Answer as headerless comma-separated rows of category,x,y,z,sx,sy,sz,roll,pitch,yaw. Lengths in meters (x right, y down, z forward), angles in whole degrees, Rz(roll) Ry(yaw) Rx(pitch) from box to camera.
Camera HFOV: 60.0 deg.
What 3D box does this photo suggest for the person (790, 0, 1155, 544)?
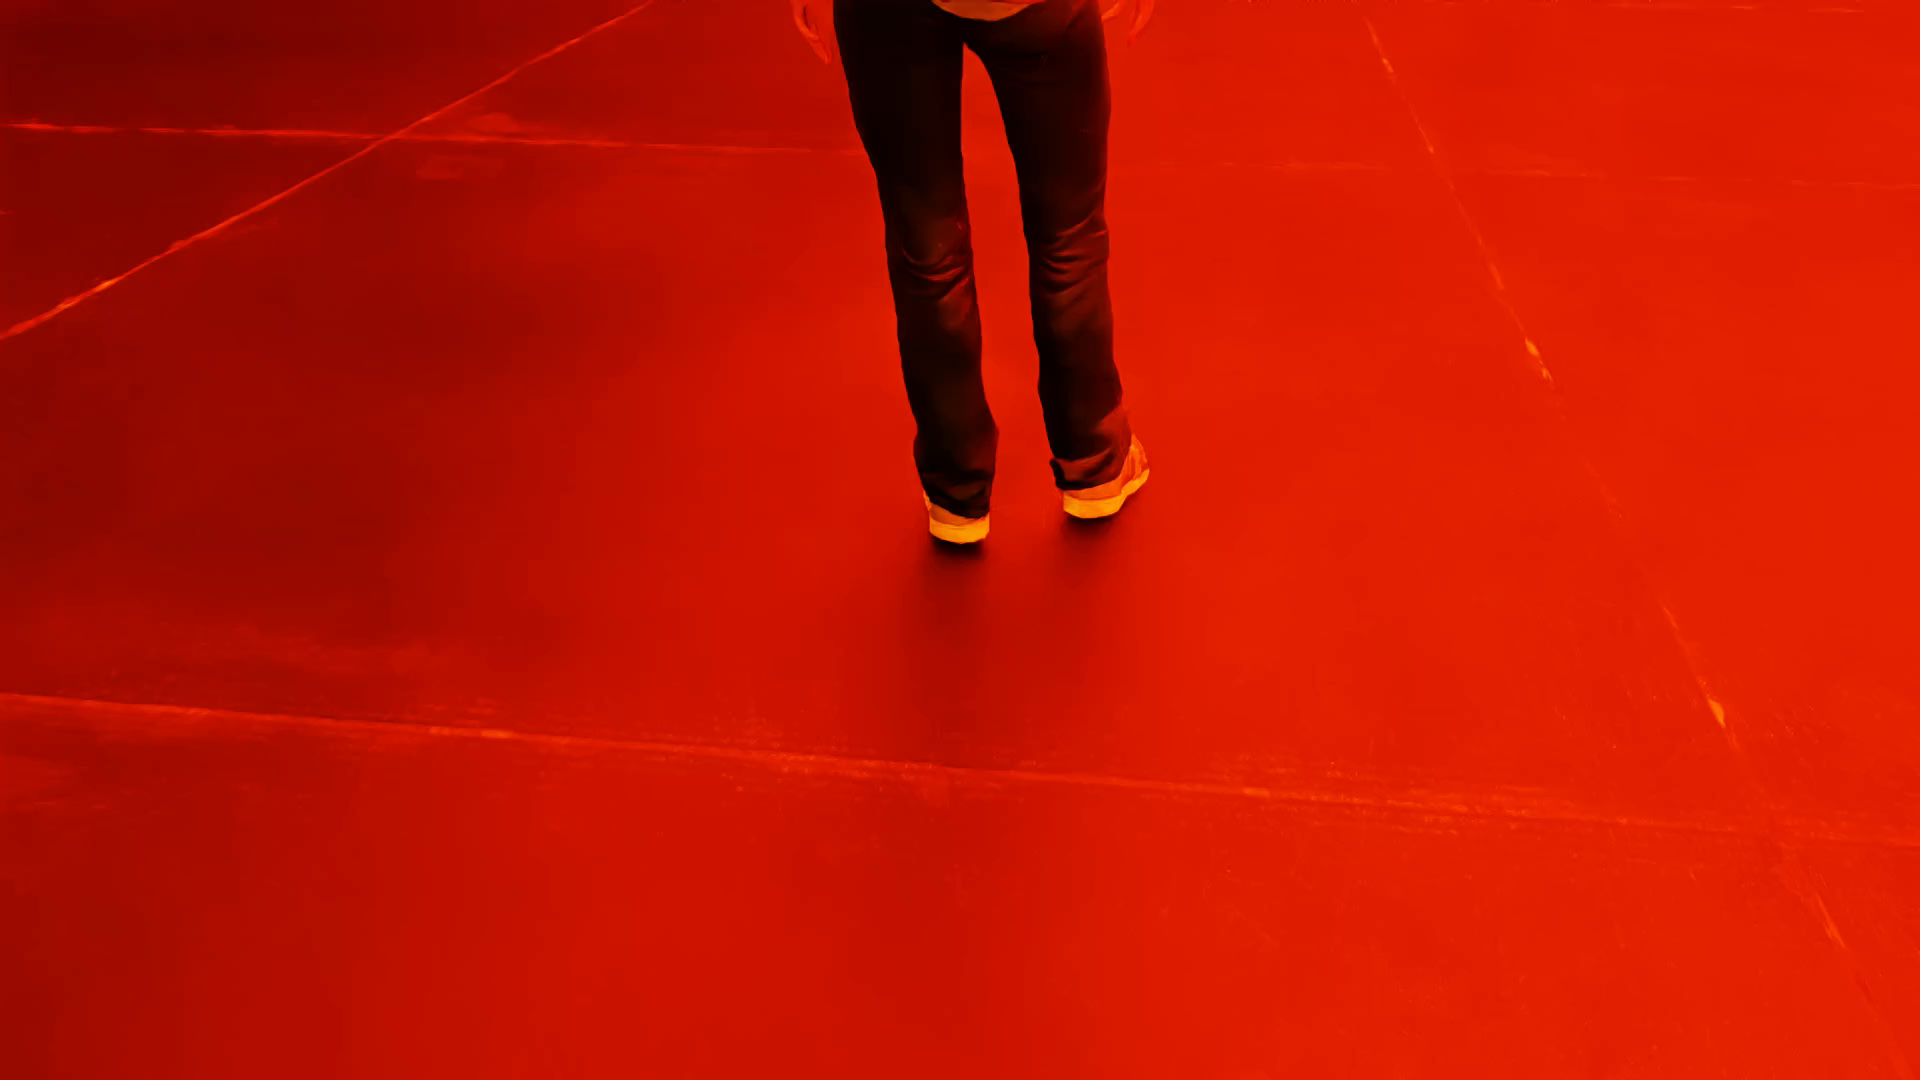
person,0.024,-0.753,2.205,0.520,1.597,0.474,3,27,7
